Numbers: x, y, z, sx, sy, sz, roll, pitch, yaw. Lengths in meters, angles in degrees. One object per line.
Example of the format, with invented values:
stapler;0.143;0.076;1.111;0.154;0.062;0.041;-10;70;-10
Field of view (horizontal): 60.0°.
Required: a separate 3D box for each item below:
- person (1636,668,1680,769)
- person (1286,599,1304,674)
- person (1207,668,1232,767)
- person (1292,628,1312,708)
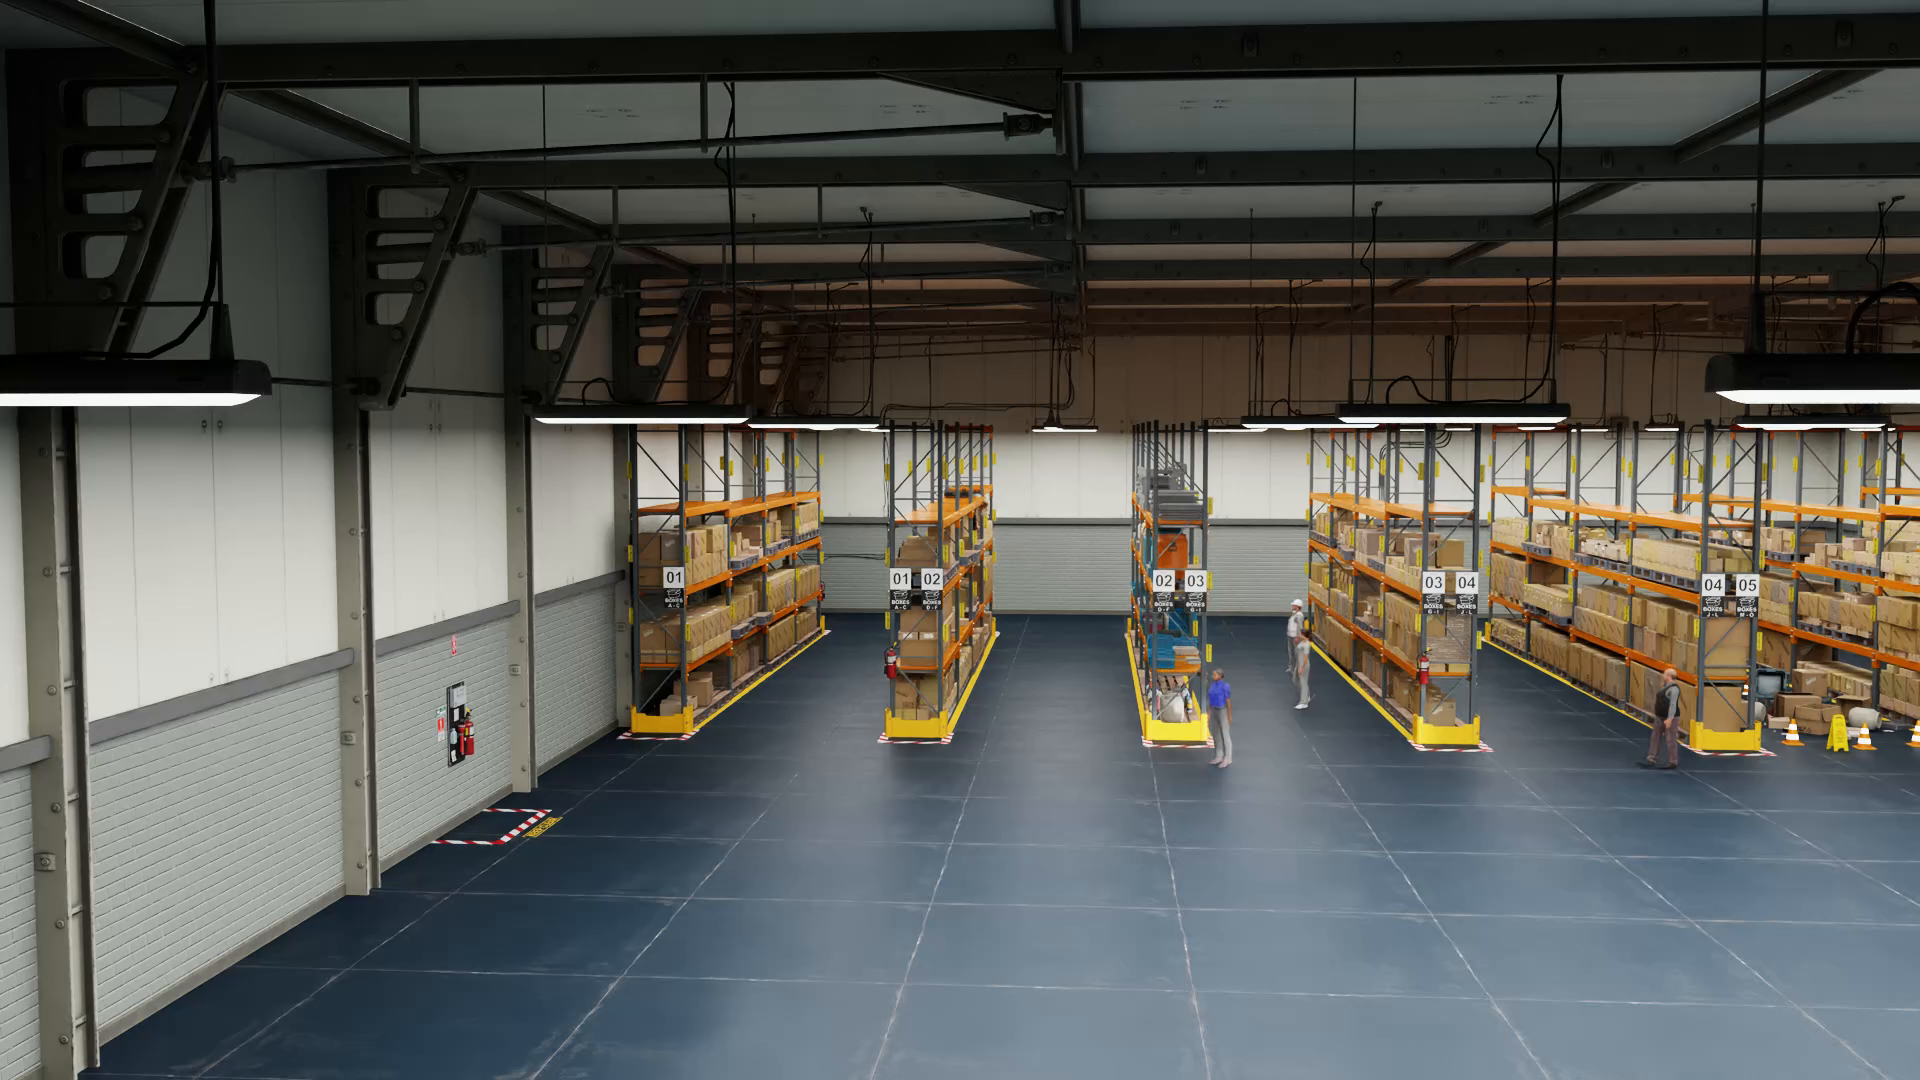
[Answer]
person;12.043;3.056;28.542;0.591;1.715;0.570;-1;4;-13
person;8.044;2.308;39.833;0.400;1.780;0.565;-1;4;-18
person;4.489;3.071;28.912;0.387;1.686;0.549;-3;5;-38
person;7.185;2.680;34.893;0.416;1.695;0.550;-1;4;-9
